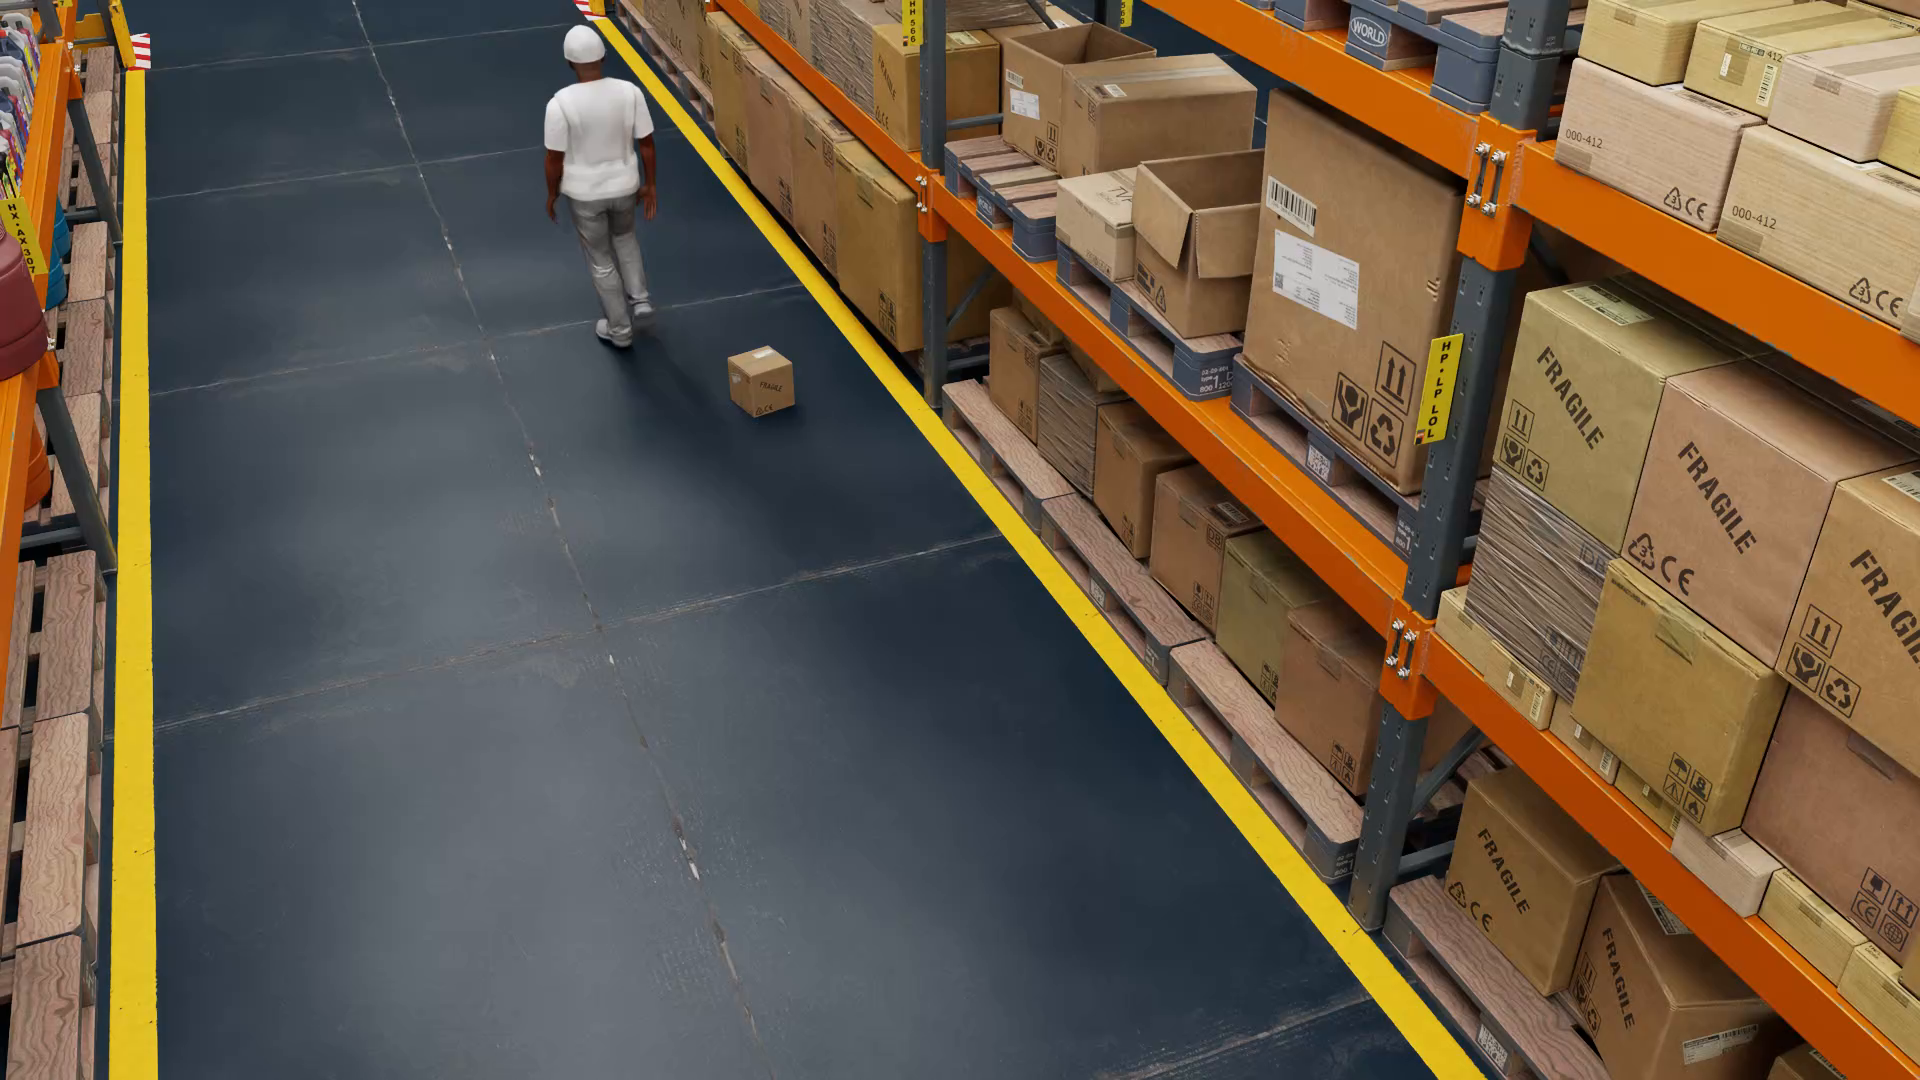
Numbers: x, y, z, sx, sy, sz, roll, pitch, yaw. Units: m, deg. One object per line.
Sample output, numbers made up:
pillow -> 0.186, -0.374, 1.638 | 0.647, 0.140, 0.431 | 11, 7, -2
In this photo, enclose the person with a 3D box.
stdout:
person -> -1.951, -1.902, 8.987 | 0.578, 1.781, 0.458 | -19, 38, -26
